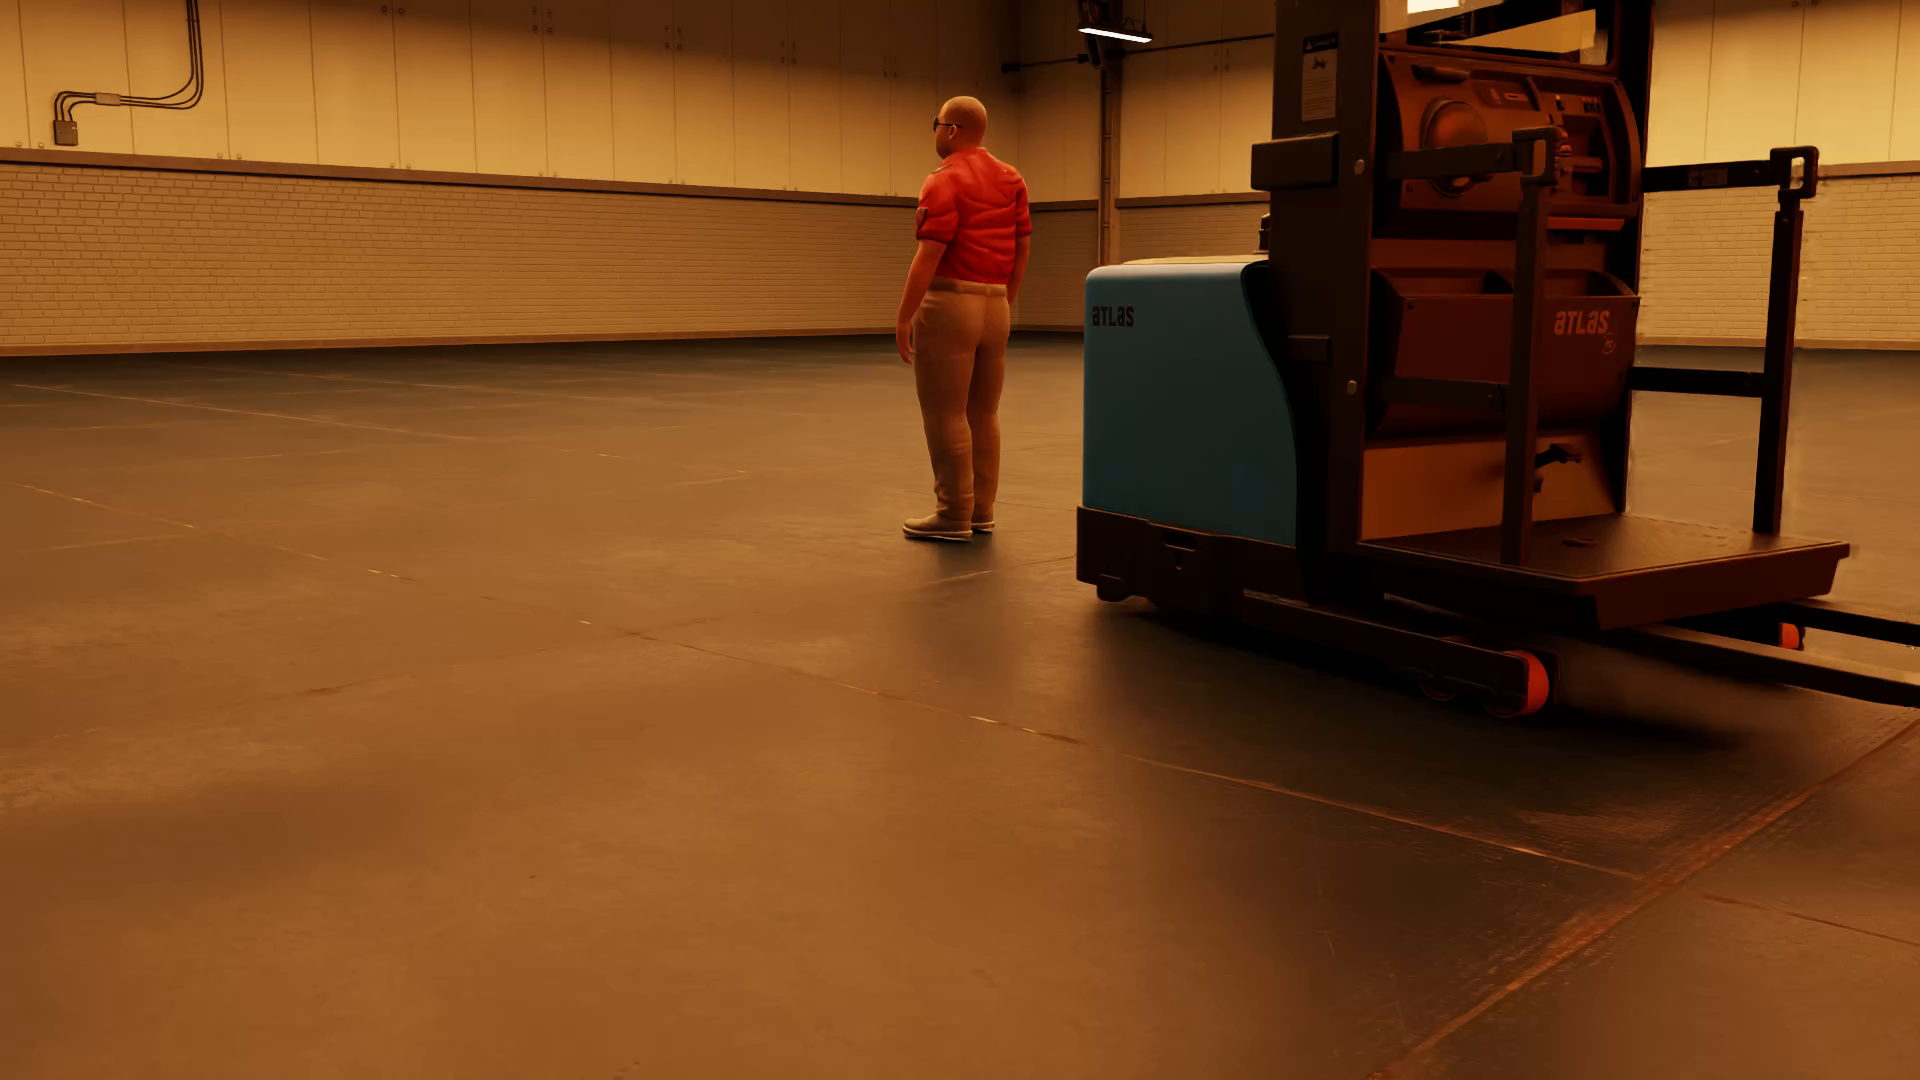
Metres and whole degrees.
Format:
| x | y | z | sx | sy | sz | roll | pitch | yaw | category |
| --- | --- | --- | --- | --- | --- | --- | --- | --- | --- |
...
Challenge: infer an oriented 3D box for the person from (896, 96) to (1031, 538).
| x | y | z | sx | sy | sz | roll | pitch | yaw | category |
| --- | --- | --- | --- | --- | --- | --- | --- | --- | --- |
| -0.056 | -0.872 | 6.658 | 0.551 | 1.727 | 0.640 | 8 | 12 | 43 | person |

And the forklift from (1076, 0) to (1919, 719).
| x | y | z | sx | sy | sz | roll | pitch | yaw | category |
| --- | --- | --- | --- | --- | --- | --- | --- | --- | --- |
| 1.582 | -1.106 | 4.220 | 1.130 | 2.935 | 3.031 | -5 | 10 | -31 | forklift |
